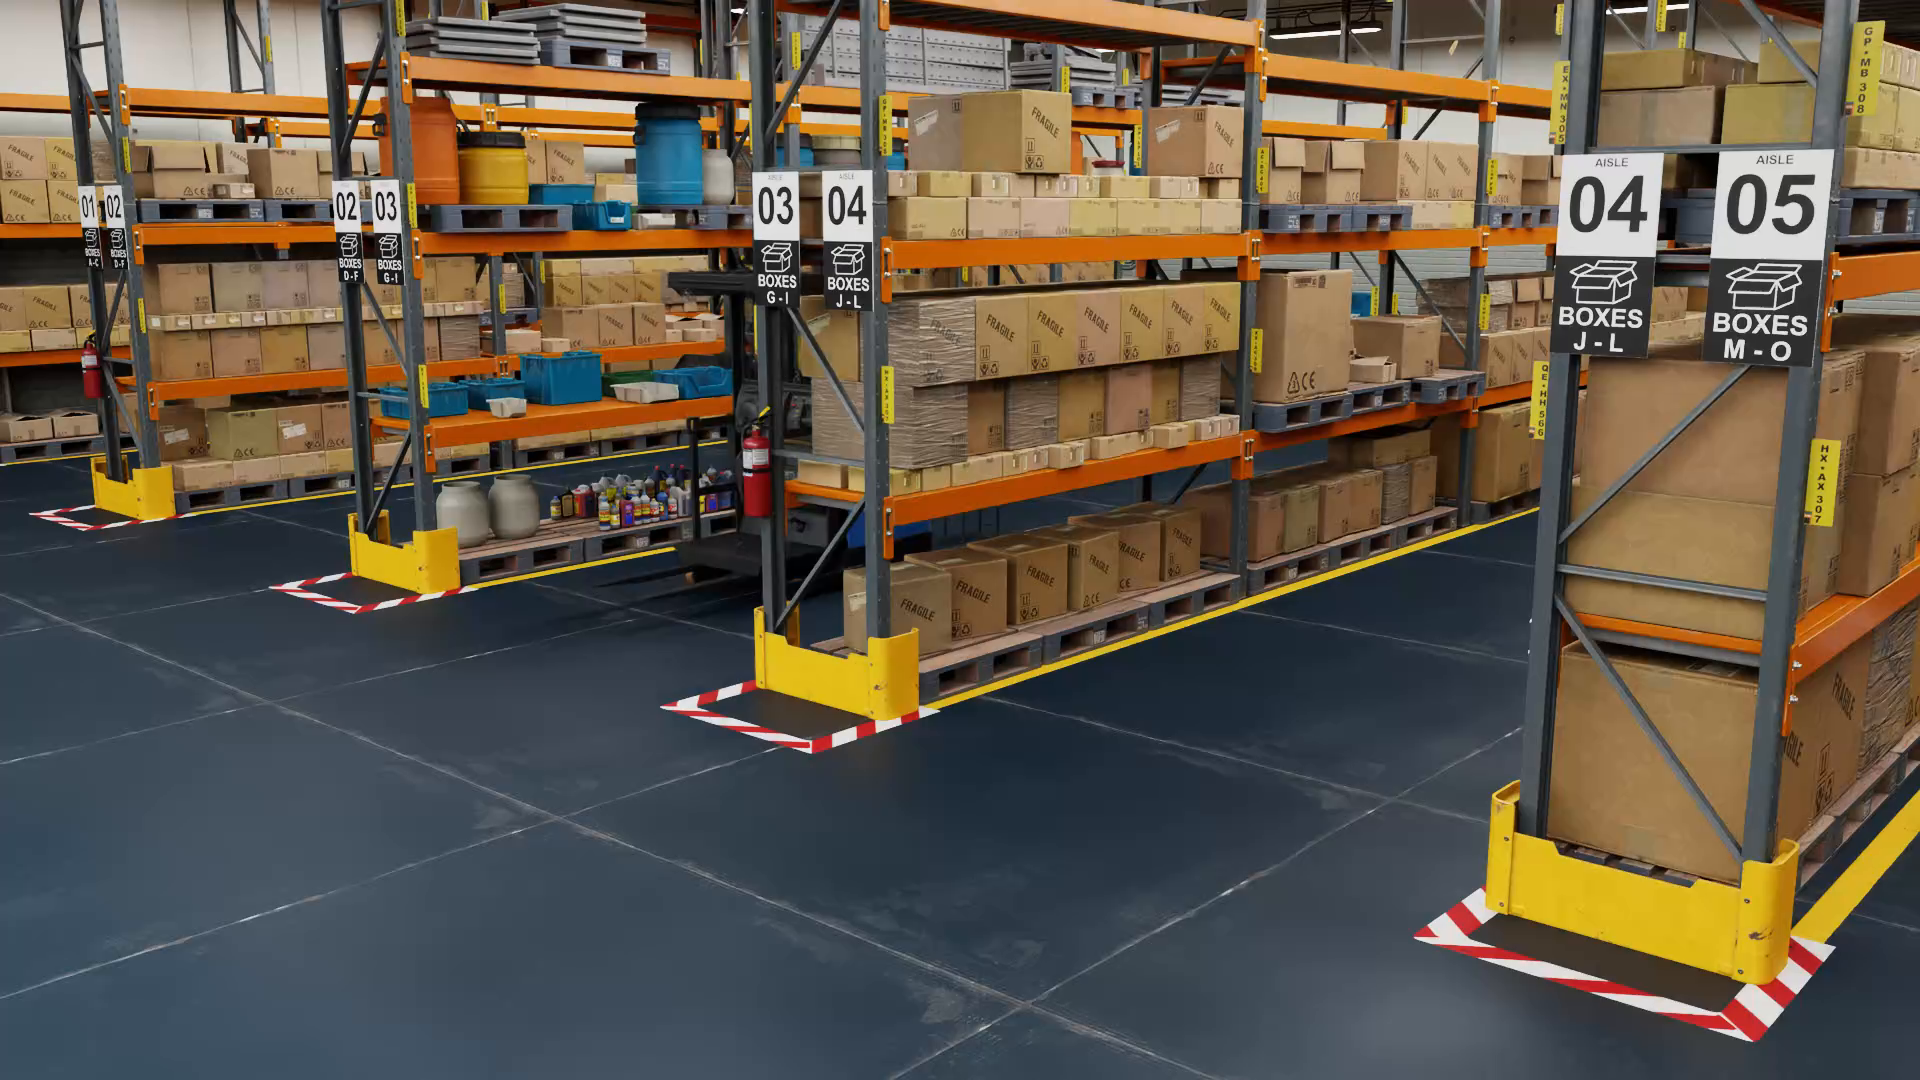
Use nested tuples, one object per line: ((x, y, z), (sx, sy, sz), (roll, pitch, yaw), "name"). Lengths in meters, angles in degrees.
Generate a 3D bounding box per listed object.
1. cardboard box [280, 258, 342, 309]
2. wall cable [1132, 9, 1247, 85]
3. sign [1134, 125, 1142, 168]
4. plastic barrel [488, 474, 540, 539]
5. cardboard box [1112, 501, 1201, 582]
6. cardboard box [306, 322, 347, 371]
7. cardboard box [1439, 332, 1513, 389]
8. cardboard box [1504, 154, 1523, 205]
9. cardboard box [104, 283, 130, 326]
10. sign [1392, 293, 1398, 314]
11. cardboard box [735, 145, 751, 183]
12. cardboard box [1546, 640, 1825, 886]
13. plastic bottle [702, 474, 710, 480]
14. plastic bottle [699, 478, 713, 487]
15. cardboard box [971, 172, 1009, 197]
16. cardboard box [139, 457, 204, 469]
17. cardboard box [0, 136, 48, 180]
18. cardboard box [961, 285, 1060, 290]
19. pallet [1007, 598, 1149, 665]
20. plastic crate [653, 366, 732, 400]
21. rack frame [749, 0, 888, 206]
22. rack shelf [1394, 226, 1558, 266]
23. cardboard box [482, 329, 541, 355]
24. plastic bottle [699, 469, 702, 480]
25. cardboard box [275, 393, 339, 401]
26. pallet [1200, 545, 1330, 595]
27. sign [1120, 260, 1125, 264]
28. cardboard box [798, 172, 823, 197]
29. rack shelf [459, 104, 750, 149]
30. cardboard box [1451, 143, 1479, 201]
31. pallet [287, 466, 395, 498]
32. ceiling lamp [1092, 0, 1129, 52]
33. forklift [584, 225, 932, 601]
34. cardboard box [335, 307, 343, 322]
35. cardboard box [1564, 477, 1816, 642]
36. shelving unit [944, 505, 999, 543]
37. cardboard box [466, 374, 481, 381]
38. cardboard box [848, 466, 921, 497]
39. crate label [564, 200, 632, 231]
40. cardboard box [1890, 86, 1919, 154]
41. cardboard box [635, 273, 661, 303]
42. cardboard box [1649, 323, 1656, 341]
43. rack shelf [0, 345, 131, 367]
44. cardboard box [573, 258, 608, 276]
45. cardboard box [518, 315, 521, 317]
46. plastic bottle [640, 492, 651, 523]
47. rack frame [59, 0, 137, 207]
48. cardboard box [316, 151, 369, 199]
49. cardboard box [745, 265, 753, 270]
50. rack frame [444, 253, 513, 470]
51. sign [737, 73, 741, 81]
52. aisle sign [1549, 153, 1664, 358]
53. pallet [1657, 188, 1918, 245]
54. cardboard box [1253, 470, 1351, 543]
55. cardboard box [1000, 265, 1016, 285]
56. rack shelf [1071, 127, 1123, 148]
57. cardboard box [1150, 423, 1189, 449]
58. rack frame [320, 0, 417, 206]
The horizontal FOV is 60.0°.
((-6.906, -2.749, 17.787), (0.700, 0.500, 0.500), (10, 15, 40), "cardboard box")
((4.608, -9.089, 32.813), (3.097, 2.526, 0.112), (10, 15, 40), "wall cable")
((1.396, -3.059, 12.922), (0.100, 0.325, 0.005), (10, 15, 40), "sign")
((-3.838, -0.288, 14.314), (0.421, 0.512, 0.421), (0, 11, 0), "plastic barrel")
((1.521, 0.004, 12.884), (0.500, 0.500, 0.500), (9, 15, 39), "cardboard box")
((-6.927, -2.107, 17.886), (0.700, 0.500, 0.500), (10, 15, 42), "cardboard box")
((4.980, -1.744, 16.067), (0.500, 0.500, 0.500), (10, 15, 42), "cardboard box")
((5.307, -3.622, 16.739), (0.500, 0.500, 0.500), (11, 16, 43), "cardboard box")
((-10.436, -2.962, 20.840), (0.500, 0.500, 0.500), (10, 15, 42), "cardboard box")
((6.440, -3.487, 24.634), (0.100, 0.325, 0.005), (10, 15, 40), "sign")
((-2.691, -5.014, 22.226), (0.500, 0.500, 0.500), (10, 15, 40), "cardboard box")
((3.231, 0.902, 7.426), (0.875, 0.875, 0.875), (10, 15, 41), "cardboard box")
((-2.512, -0.549, 16.360), (0.097, 0.201, 0.097), (0, 11, 0), "plastic bottle")
((-2.369, -0.446, 15.654), (0.152, 0.276, 0.135), (10, 15, 40), "plastic bottle")
((0.081, -2.195, 10.286), (0.380, 0.149, 0.250), (11, 15, 43), "cardboard box")
((-8.132, -0.737, 17.232), (0.500, 0.250, 0.500), (10, 15, 40), "cardboard box")
((-11.182, -4.515, 19.681), (0.500, 0.500, 0.500), (10, 15, 40), "cardboard box")
((0.346, -1.500, 11.532), (0.500, 0.500, 0.500), (10, 15, 40), "cardboard box")
((0.593, 0.581, 11.801), (1.003, 0.211, 1.213), (10, 15, 40), "pallet")
((-2.432, -1.440, 15.178), (0.499, 0.251, 0.616), (10, 15, 40), "plastic crate")
((-0.826, -3.423, 9.415), (1.000, 3.000, 0.127), (10, 15, 40), "rack frame")
((5.775, -3.071, 17.145), (1.077, 0.370, 4.000), (10, 15, 40), "rack shelf")
((-5.332, -2.356, 19.770), (0.500, 0.250, 0.500), (11, 16, 44), "cardboard box")
((-2.558, -0.539, 16.103), (0.061, 0.283, 0.133), (10, 15, 40), "plastic bottle")
((-7.154, -1.328, 18.274), (0.500, 0.500, 0.500), (10, 15, 40), "cardboard box")
((2.328, 0.183, 13.796), (1.003, 0.211, 1.213), (10, 15, 40), "pallet")
((2.701, -4.765, 27.685), (0.100, 0.325, 0.005), (10, 15, 40), "sign")
((-0.877, -2.156, 10.091), (0.380, 0.149, 0.250), (10, 15, 40), "cardboard box")
((-4.304, -5.039, 20.359), (1.077, 0.370, 4.000), (10, 15, 40), "rack shelf")
((4.328, -3.321, 15.029), (0.500, 0.500, 0.500), (10, 15, 42), "cardboard box")
((-6.986, -0.692, 18.176), (1.003, 0.211, 1.213), (10, 15, 40), "pallet")
((2.243, -10.629, 30.590), (2.000, 3.185, 0.800), (10, 15, 40), "ceiling lamp")
((-1.573, -1.058, 13.064), (1.130, 2.935, 3.031), (9, 15, 39), "forklift")
((-6.655, -2.425, 17.820), (0.380, 0.149, 0.250), (10, 15, 42), "cardboard box")
((3.044, 0.041, 7.005), (0.875, 0.550, 0.550), (10, 15, 40), "cardboard box")
((0.109, -0.613, 15.254), (0.258, 1.200, 0.503), (10, 15, 40), "shelving unit")
((-7.571, -2.396, 24.848), (0.700, 0.500, 0.500), (10, 15, 40), "cardboard box")
((-0.458, -0.369, 10.082), (0.380, 0.149, 0.250), (10, 15, 40), "cardboard box")
((-3.062, -2.753, 14.094), (0.502, 0.251, 0.408), (10, 15, 40), "crate label")
((3.679, -1.736, 6.922), (0.500, 0.250, 0.500), (10, 15, 40), "cardboard box")
((-5.175, -4.049, 26.799), (0.500, 0.500, 0.500), (10, 15, 42), "cardboard box")
((7.603, -2.355, 19.004), (0.500, 0.250, 0.500), (9, 15, 39), "cardboard box")
((-10.668, -2.344, 21.165), (1.077, 0.370, 4.000), (10, 15, 40), "rack shelf")
((-5.860, -4.265, 25.964), (0.500, 0.250, 0.500), (9, 15, 40), "cardboard box")
((-6.685, -3.547, 25.943), (0.380, 0.149, 0.250), (10, 15, 41), "cardboard box")
((-2.823, -0.291, 14.893), (0.097, 0.271, 0.097), (0, 11, 0), "plastic bottle")
((-8.264, -4.705, 15.830), (1.000, 3.000, 0.127), (10, 15, 40), "rack frame")
((-6.806, -3.922, 17.874), (0.637, 0.503, 0.797), (-10, 15, -41), "cardboard box")
((-3.696, -4.393, 28.821), (0.980, 0.700, 0.700), (10, 15, 41), "cardboard box")
((-5.624, -2.351, 19.364), (1.000, 3.000, 0.127), (10, 15, 40), "rack frame")
((-3.651, -7.539, 27.432), (0.100, 0.325, 0.005), (10, 15, 40), "sign")
((2.561, -1.129, 6.604), (0.394, 0.787, 0.004), (10, 15, 40), "aisle sign")
((3.315, -1.363, 6.985), (1.003, 0.211, 1.213), (10, 15, 40), "pallet")
((2.934, -0.298, 14.340), (0.700, 0.500, 0.500), (8, 14, 36), "cardboard box")
((0.519, -4.177, 25.695), (0.500, 0.500, 0.500), (9, 15, 39), "cardboard box")
((0.977, -6.410, 26.213), (1.077, 0.370, 4.000), (10, 15, 40), "rack shelf")
((1.430, -0.761, 12.045), (0.380, 0.149, 0.250), (10, 15, 40), "cardboard box")
((-4.546, -4.064, 12.621), (1.000, 3.000, 0.127), (10, 15, 40), "rack frame")
